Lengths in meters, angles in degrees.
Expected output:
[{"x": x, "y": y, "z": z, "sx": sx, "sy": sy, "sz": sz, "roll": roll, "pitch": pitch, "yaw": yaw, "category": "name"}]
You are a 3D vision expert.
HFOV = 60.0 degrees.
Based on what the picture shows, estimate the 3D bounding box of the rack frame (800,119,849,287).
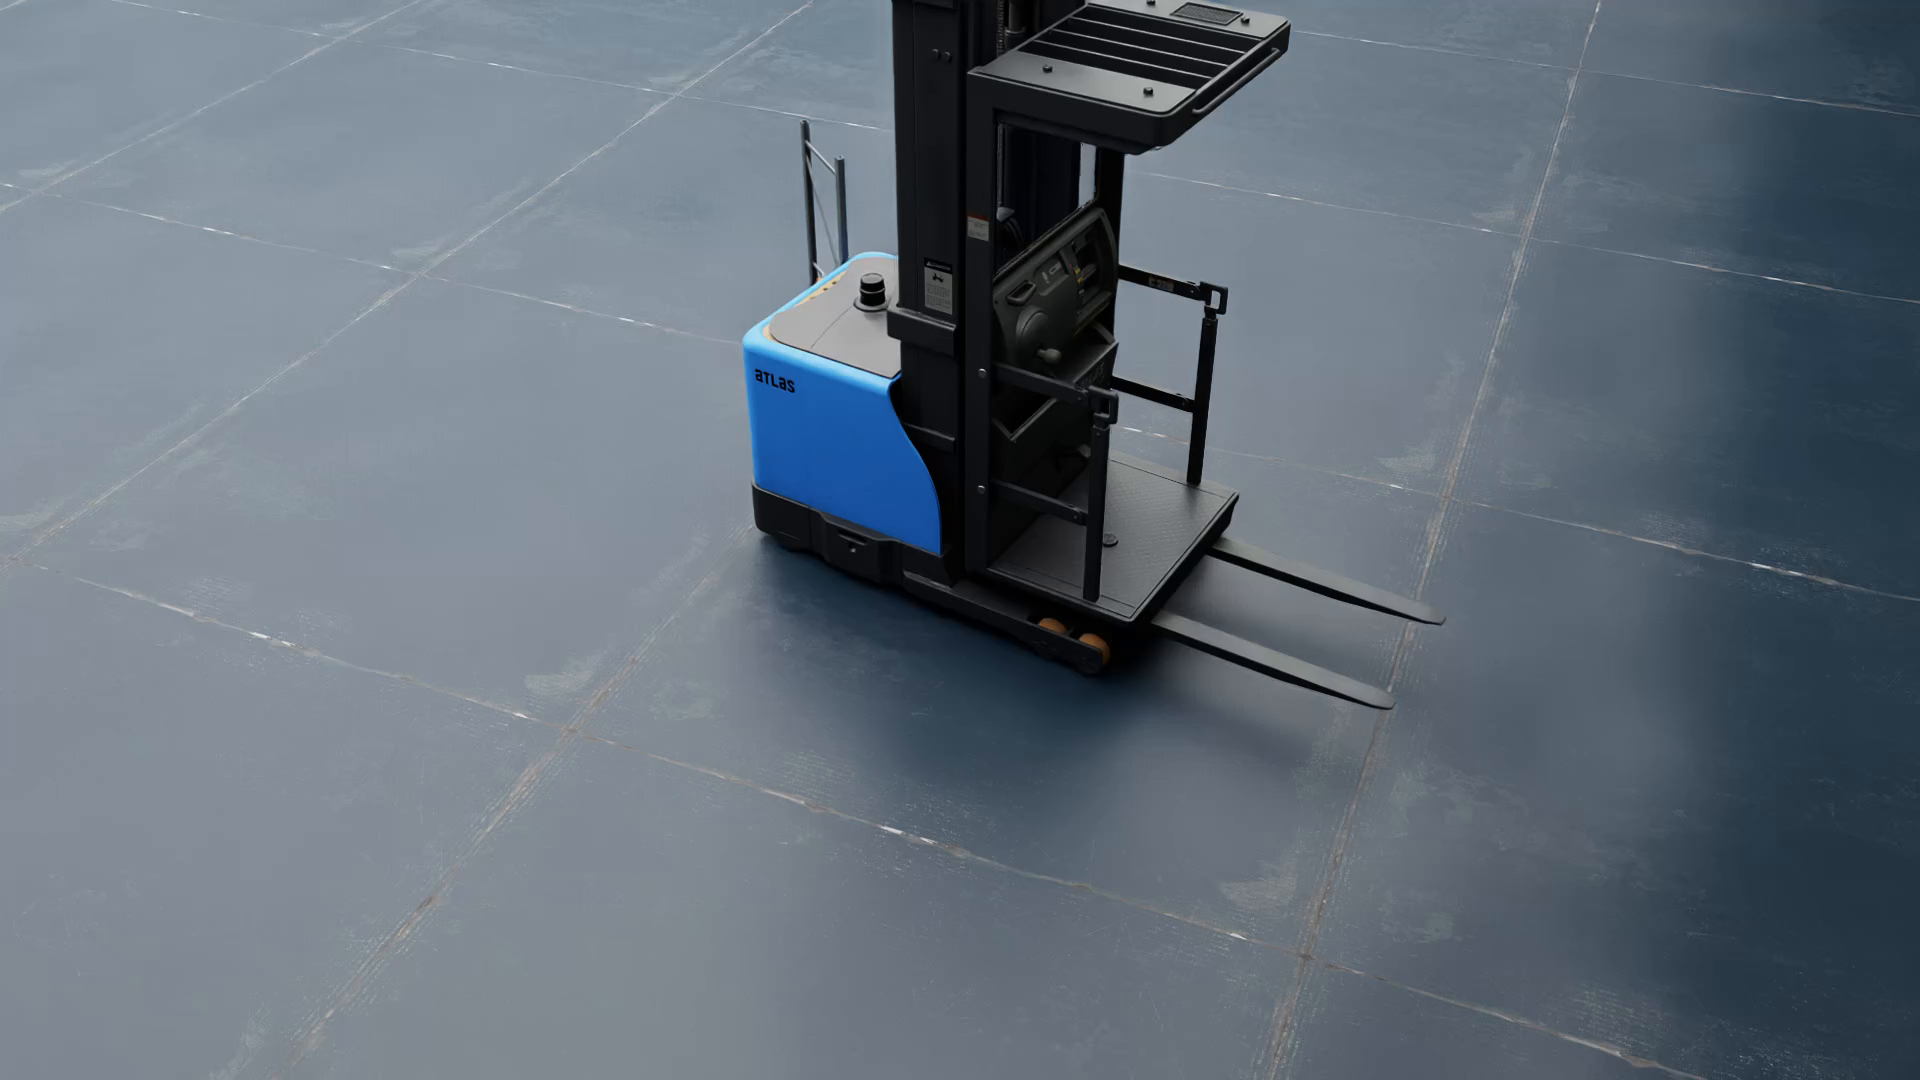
[{"x": -0.645, "y": -1.268, "z": 8.194, "sx": 0.032, "sy": 1.500, "sz": 0.500, "roll": -15, "pitch": 39, "yaw": -20, "category": "rack frame"}]

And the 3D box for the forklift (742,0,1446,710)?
[{"x": 0.569, "y": -0.978, "z": 6.611, "sx": 3.031, "sy": 2.935, "sz": 1.130, "roll": 20, "pitch": 41, "yaw": 25, "category": "forklift"}]

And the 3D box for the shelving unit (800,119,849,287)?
[{"x": -0.175, "y": -1.397, "z": 8.367, "sx": 1.083, "sy": 1.500, "sz": 0.587, "roll": -15, "pitch": 39, "yaw": -20, "category": "shelving unit"}]

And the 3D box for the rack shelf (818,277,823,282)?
[{"x": -0.183, "y": -1.251, "z": 8.471, "sx": 1.000, "sy": 0.185, "sz": 0.538, "roll": -15, "pitch": 39, "yaw": -20, "category": "rack shelf"}]
